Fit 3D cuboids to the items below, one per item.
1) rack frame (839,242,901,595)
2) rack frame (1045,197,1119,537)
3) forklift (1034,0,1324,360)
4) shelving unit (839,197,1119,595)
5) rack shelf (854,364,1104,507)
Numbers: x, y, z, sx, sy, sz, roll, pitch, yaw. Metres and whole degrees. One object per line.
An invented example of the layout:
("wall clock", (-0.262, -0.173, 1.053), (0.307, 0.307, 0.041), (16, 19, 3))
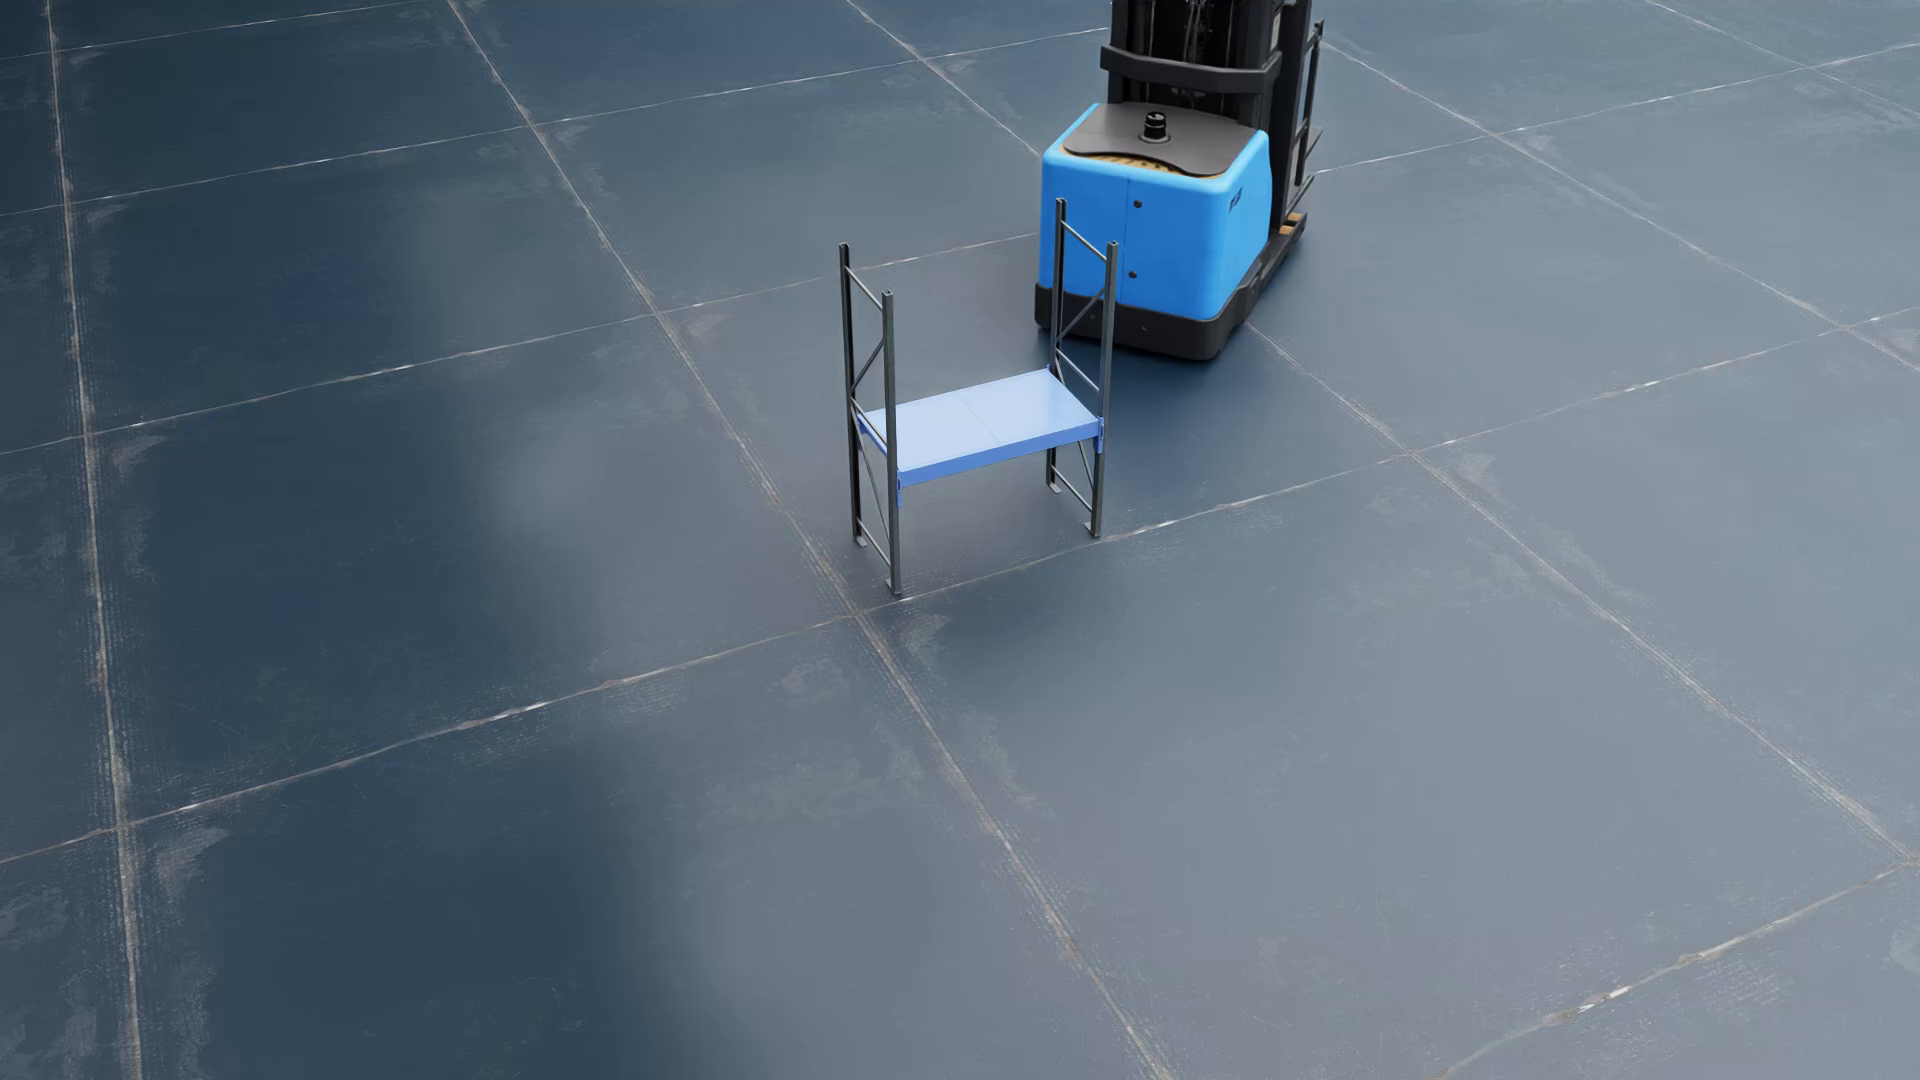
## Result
("rack frame", (-0.383, -0.495, 7.159), (0.032, 1.500, 0.500), (-16, 39, -20))
("rack frame", (0.537, -0.753, 7.506), (0.032, 1.500, 0.500), (-16, 39, -20))
("forklift", (1.484, -3.014, 9.353), (1.130, 2.935, 3.031), (15, 39, 19))
("shelving unit", (0.077, -0.624, 7.332), (1.048, 1.500, 0.538), (-16, 39, -20))
("rack shelf", (0.077, -0.480, 7.439), (1.000, 0.185, 0.538), (-16, 39, -20))
